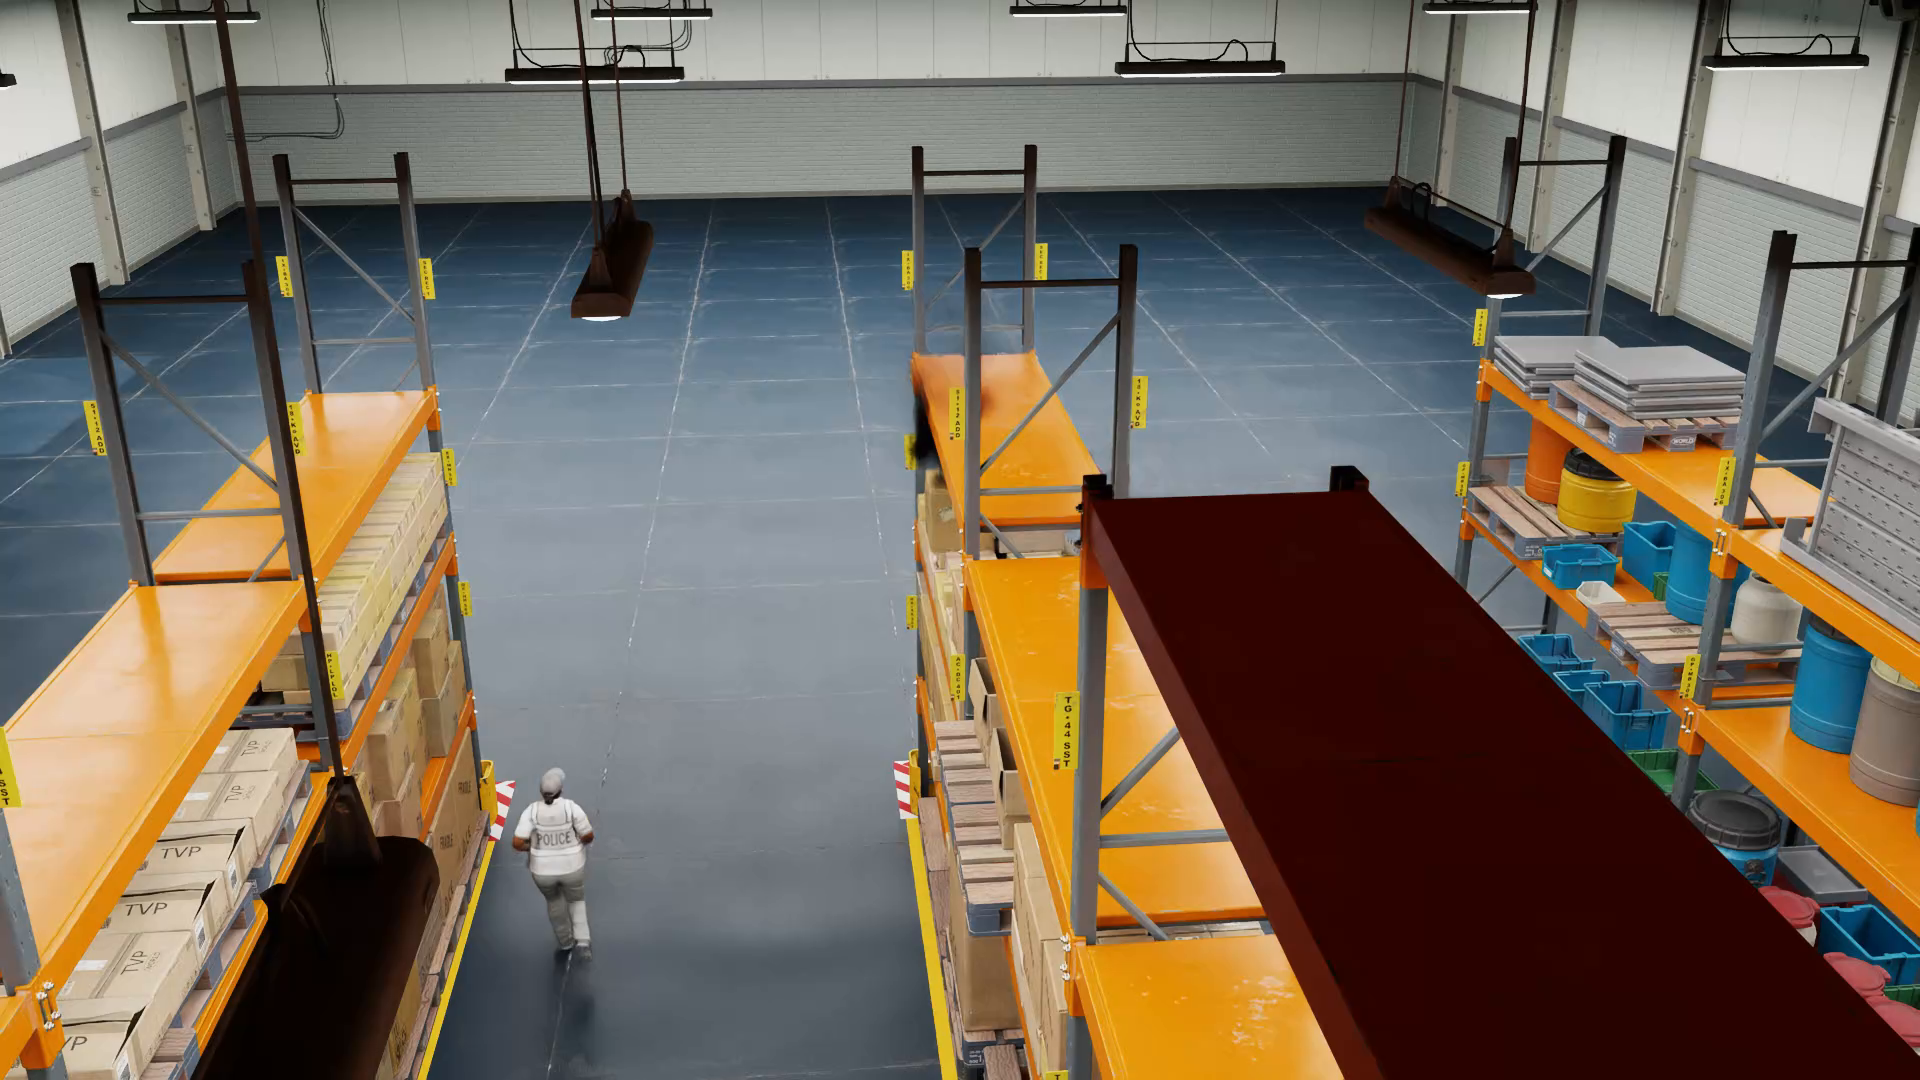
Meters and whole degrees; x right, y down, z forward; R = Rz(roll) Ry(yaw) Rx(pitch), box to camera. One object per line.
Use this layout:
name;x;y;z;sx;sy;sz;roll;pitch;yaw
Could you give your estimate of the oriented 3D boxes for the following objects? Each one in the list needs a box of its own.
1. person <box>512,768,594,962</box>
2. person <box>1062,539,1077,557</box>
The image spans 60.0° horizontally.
person;-3.138;2.579;12.947;0.612;1.660;0.740;-4;22;-10
person;0.974;-0.408;20.336;0.977;1.740;0.669;8;23;19
